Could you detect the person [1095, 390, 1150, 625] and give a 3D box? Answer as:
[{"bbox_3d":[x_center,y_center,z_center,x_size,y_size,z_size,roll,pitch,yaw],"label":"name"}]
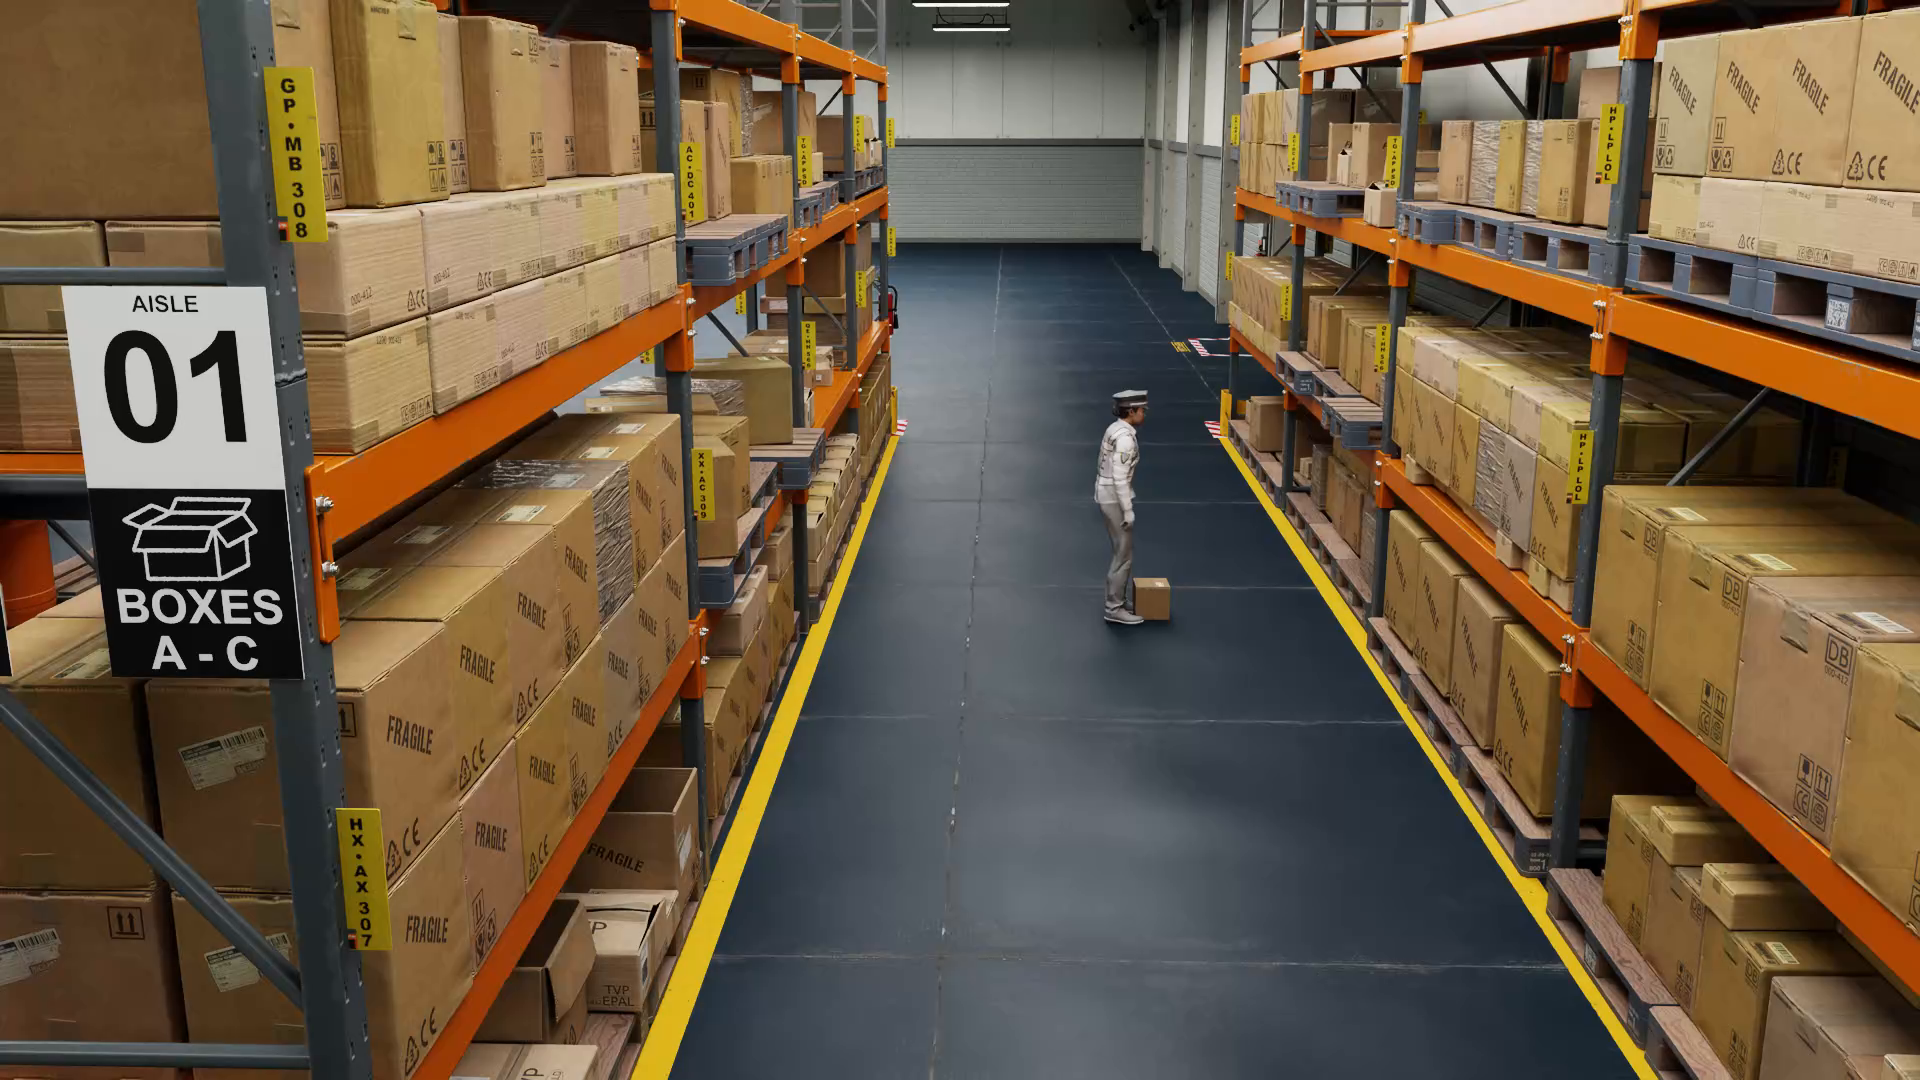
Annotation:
[{"bbox_3d":[1.178,-0.253,12.008,0.404,1.663,0.537,0,14,0],"label":"person"}]
